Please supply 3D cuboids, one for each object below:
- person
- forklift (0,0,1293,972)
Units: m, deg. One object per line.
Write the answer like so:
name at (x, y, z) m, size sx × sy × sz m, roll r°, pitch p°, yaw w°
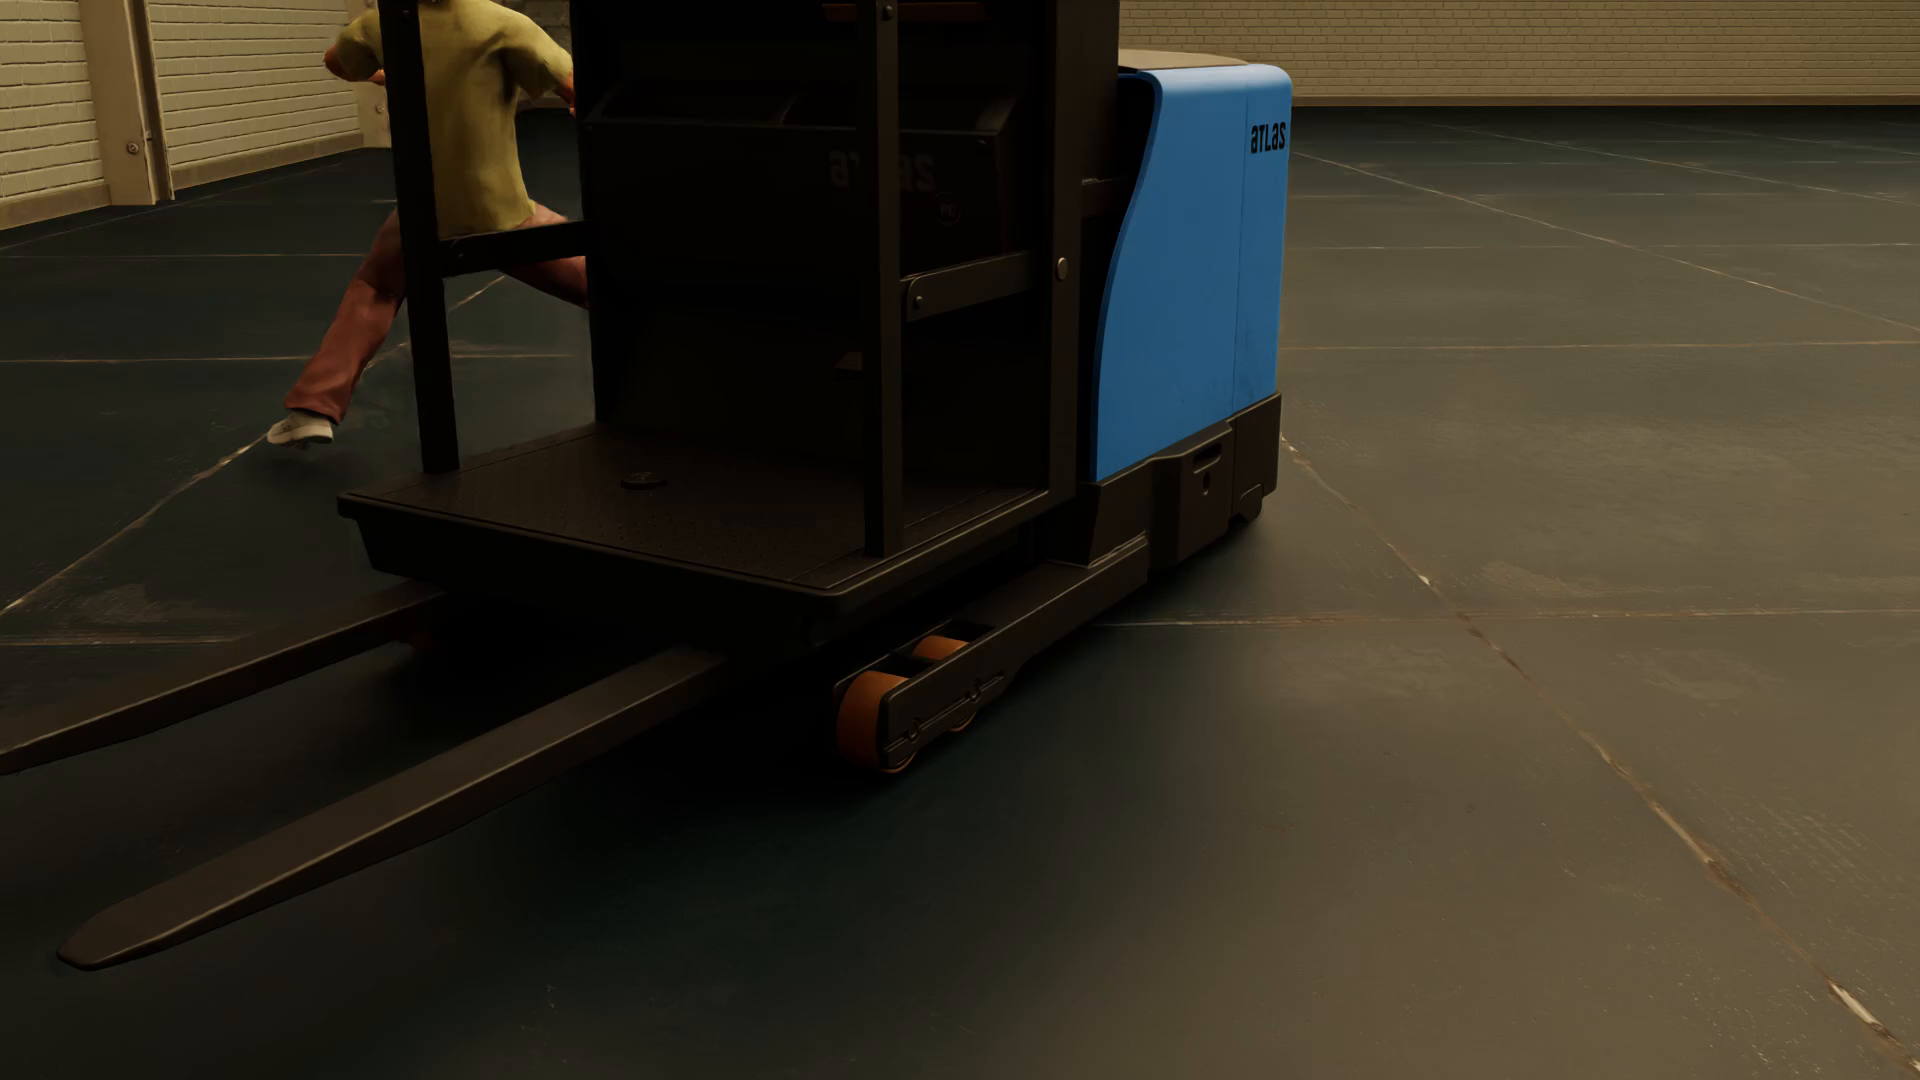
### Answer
person at (-1.286, -0.927, 4.475) m, size 1.222 × 1.474 × 0.679 m, roll 4°, pitch 18°, yaw 14°
forklift at (-0.408, -1.177, 2.755) m, size 1.130 × 2.935 × 3.031 m, roll 10°, pitch 20°, yaw 29°
